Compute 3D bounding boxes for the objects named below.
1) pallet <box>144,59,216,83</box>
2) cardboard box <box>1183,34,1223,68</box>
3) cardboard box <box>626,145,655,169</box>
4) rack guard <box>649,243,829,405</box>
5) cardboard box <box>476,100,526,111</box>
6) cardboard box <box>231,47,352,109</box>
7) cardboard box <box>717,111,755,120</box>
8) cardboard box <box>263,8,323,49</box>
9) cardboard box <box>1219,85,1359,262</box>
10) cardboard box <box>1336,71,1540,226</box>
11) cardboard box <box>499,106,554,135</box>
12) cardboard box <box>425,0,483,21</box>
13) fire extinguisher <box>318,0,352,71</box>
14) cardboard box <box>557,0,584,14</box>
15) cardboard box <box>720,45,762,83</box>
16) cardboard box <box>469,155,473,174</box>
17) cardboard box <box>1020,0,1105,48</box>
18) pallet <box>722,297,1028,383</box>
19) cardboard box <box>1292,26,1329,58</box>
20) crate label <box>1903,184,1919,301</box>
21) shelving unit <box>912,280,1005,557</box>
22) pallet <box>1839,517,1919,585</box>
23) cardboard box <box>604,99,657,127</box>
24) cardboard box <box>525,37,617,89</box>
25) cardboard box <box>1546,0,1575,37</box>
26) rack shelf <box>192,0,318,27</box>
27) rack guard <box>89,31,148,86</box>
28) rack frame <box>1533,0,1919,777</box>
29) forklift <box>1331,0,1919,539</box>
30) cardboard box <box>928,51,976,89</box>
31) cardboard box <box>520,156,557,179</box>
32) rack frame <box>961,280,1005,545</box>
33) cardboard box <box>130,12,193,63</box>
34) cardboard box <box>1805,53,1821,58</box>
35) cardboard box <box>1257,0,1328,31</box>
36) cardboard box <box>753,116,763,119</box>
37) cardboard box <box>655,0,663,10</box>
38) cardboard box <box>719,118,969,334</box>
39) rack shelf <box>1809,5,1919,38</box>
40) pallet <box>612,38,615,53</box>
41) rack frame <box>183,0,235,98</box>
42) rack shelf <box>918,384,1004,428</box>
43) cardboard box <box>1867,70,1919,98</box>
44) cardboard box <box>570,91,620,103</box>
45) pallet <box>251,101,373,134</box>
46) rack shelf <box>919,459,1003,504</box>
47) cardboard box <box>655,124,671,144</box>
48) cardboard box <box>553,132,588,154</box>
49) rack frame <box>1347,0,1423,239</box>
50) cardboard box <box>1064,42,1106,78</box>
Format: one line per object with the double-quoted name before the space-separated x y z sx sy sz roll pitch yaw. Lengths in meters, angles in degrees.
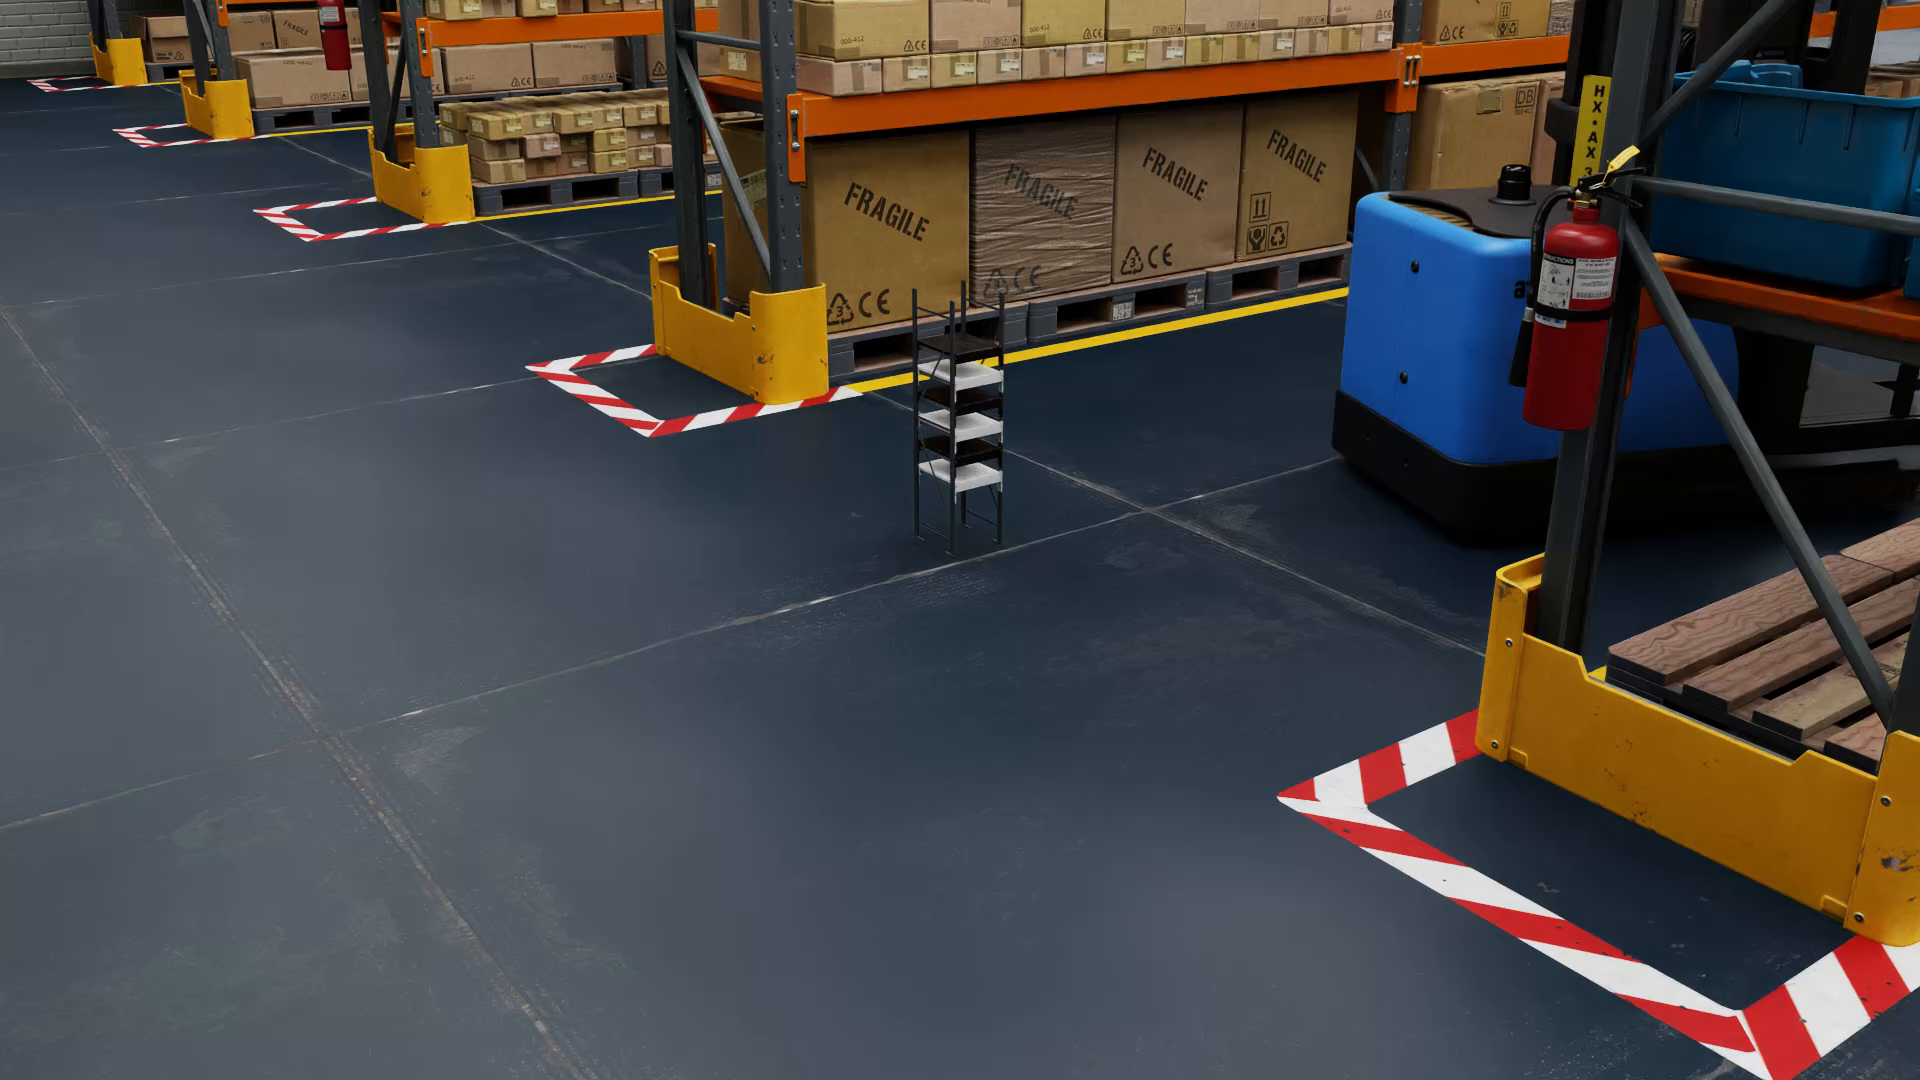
"pallet" -9.014 -5.569 19.568 1.213 0.211 1.003 -15 26 -33
"cardboard box" 1.116 -2.507 8.472 0.250 0.149 0.380 -15 26 -34
"cardboard box" -2.450 -2.846 12.262 0.250 0.149 0.380 -15 26 -33
"rack guard" -1.052 -1.035 7.815 0.348 0.500 1.175 -15 26 -33
"cardboard box" -3.328 -3.090 12.071 0.250 0.149 0.380 -14 26 -32
"cardboard box" -6.343 -4.360 15.667 0.875 0.438 0.875 -16 27 -35
"cardboard box" -1.753 -3.268 12.517 0.250 0.149 0.380 -16 27 -35
"cardboard box" -7.966 -6.071 19.868 0.500 0.500 0.500 -14 26 -32
"cardboard box" 1.632 -2.156 9.553 0.875 0.875 0.875 -15 26 -33
"cardboard box" 2.722 -2.420 10.213 0.875 0.875 1.225 -15 26 -33
"cardboard box" -3.070 -2.969 11.768 0.250 0.149 0.380 -14 26 -32
"cardboard box" -3.393 -3.570 11.134 0.250 0.149 0.380 -15 26 -33
"fire extinguisher" -4.321 -3.590 11.454 0.183 0.674 0.296 -15 26 -33
"cardboard box" -2.830 -3.777 11.653 0.250 0.149 0.380 -14 25 -30
"cardboard box" -0.936 -2.260 7.853 0.250 0.149 0.380 -14 26 -32
"cardboard box" -3.542 -2.763 12.053 0.250 0.149 0.380 -14 26 -32
"cardboard box" 0.343 -2.514 7.951 0.500 0.250 0.500 -16 27 -35
"pallet" -0.429 -1.102 8.374 1.213 0.211 1.003 -15 26 -33
"cardboard box" 1.741 -2.674 8.890 0.250 0.149 0.380 -15 26 -34
"crate label" 2.253 -0.615 3.536 0.303 0.233 0.416 -15 26 -33
"shelving unit" -0.007 -0.416 5.725 0.210 0.900 0.258 -15 26 -33
"pallet" 3.542 0.155 5.224 1.213 0.211 1.003 -15 26 -33
"cardboard box" -2.407 -3.121 12.148 0.250 0.149 0.380 -14 26 -31
"cardboard box" -4.145 -4.950 17.144 0.875 0.438 0.875 -15 26 -34
"cardboard box" 3.548 -3.355 10.122 0.500 0.500 0.500 -16 27 -34
"rack shelf" -5.196 -5.281 16.055 4.000 0.370 1.077 -15 26 -33
"rack guard" -9.660 -5.530 19.081 0.348 0.500 1.175 -15 26 -33
"rack frame" 1.860 -0.711 3.631 0.127 3.000 1.000 -15 26 -33
"forklift" 3.056 -1.639 6.050 3.031 2.935 1.130 -5 22 -13
"cardboard box" -0.136 -2.173 7.635 0.250 0.149 0.380 -16 27 -34
"cardboard box" -3.070 -2.684 11.856 0.250 0.149 0.380 -15 26 -33
"rack frame" 0.076 -0.438 5.780 0.006 0.900 0.240 -15 26 -33
"cardboard box" -9.170 -5.814 19.222 0.637 0.503 0.797 -16 27 -35
"cardboard box" 5.988 -3.478 12.333 0.500 0.250 0.500 -14 26 -31
"cardboard box" 1.591 -2.848 8.787 0.500 0.250 0.500 -14 26 -31
"cardboard box" -1.546 -3.215 12.784 0.250 0.149 0.380 -14 26 -32
"cardboard box" -2.156 -3.923 12.019 0.250 0.149 0.380 -14 26 -31
"cardboard box" -0.560 -1.572 8.088 0.875 0.875 0.875 -15 26 -33
"rack shelf" 7.085 -4.031 12.923 4.000 0.370 1.077 -15 26 -33
"pallet" -4.846 -6.699 22.399 1.213 0.211 1.003 -15 26 -33
"rack frame" -6.820 -5.182 14.836 0.127 3.000 1.000 -15 26 -33
"rack shelf" -0.007 -0.469 5.704 0.200 0.077 0.258 -15 26 -33
"cardboard box" 7.345 -3.497 13.391 0.500 0.500 0.700 -18 28 -37
"cardboard box" -2.759 -3.296 12.587 0.250 0.149 0.380 -14 26 -31
"pallet" -6.217 -4.084 15.846 1.213 0.211 1.003 -15 26 -33
"rack shelf" -0.007 -0.218 5.804 0.200 0.077 0.258 -15 26 -33
"cardboard box" -2.242 -3.062 12.402 0.250 0.149 0.380 -13 25 -30
"cardboard box" -2.870 -2.882 11.951 0.250 0.149 0.380 -15 26 -32
"rack frame" 2.215 -3.067 9.535 0.127 3.000 1.000 -15 26 -33
"cardboard box" 0.491 -2.341 8.055 0.250 0.149 0.380 -15 26 -33
